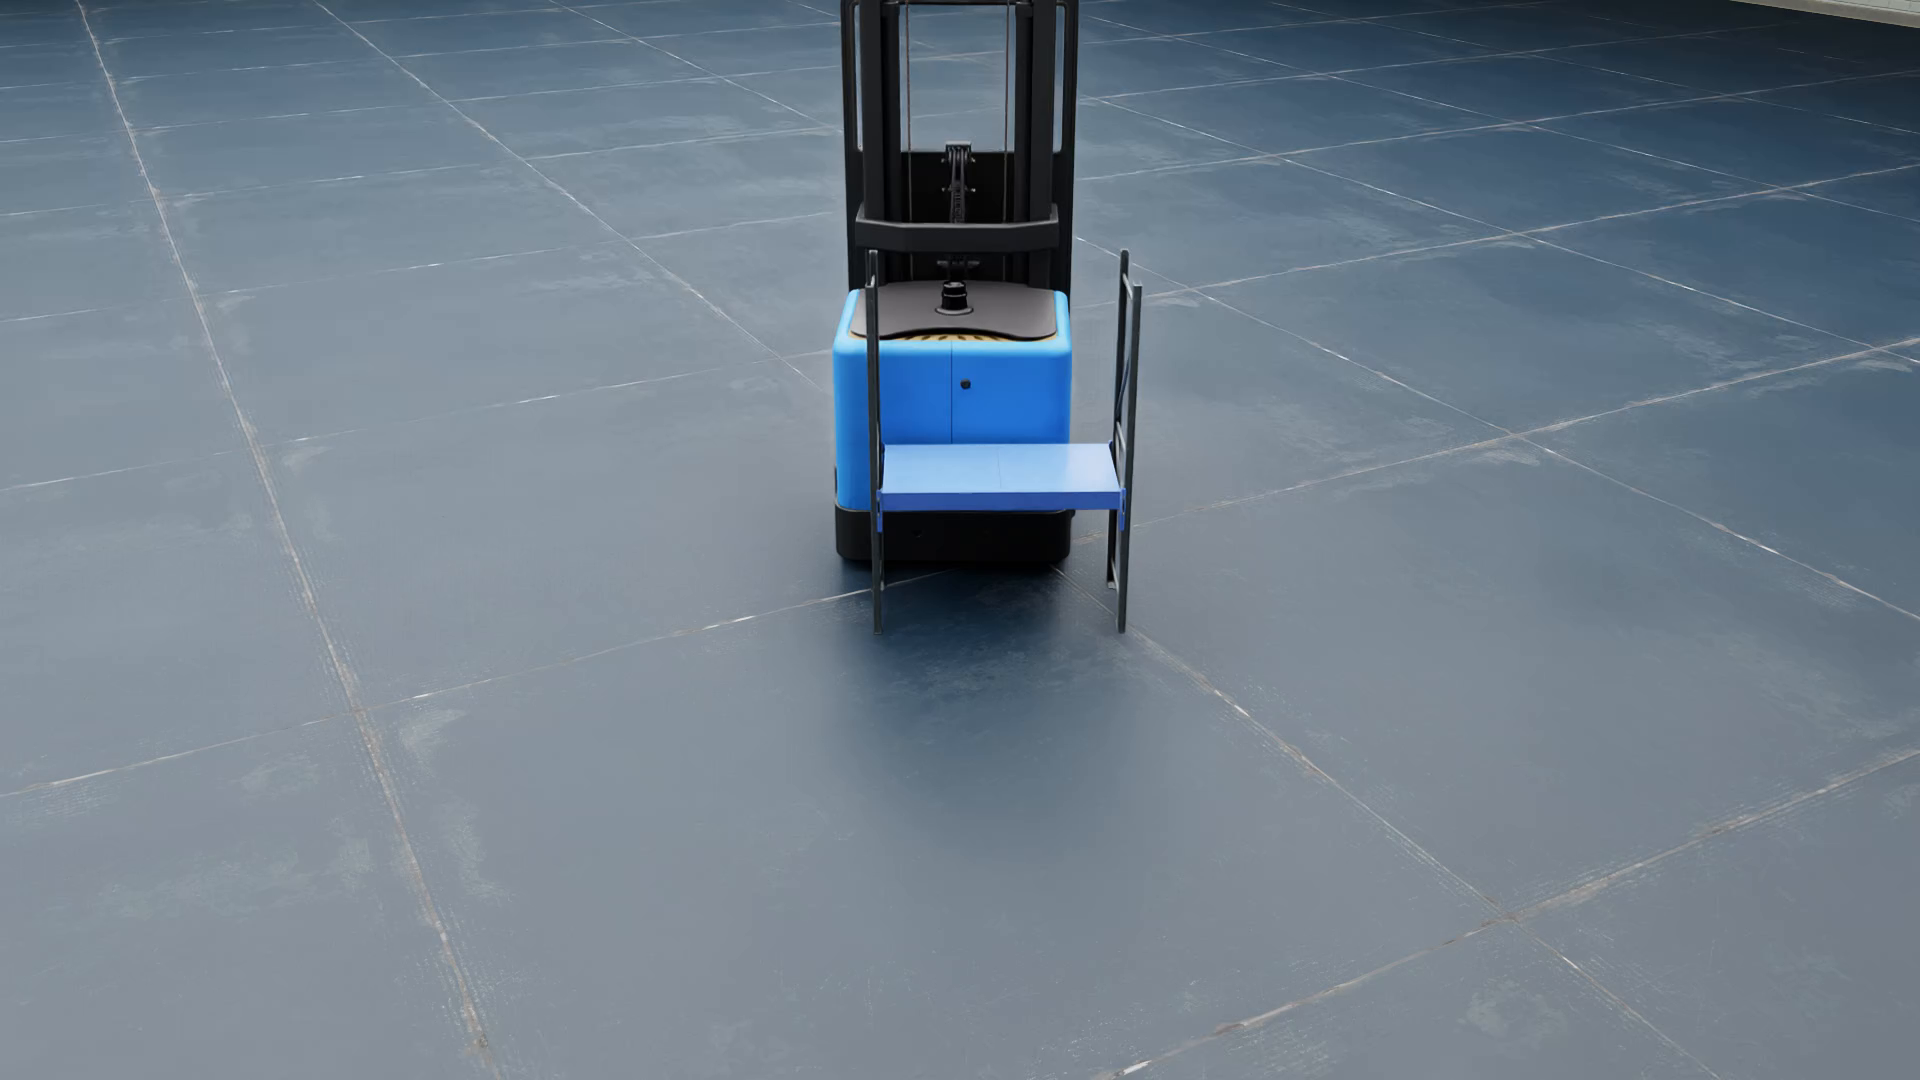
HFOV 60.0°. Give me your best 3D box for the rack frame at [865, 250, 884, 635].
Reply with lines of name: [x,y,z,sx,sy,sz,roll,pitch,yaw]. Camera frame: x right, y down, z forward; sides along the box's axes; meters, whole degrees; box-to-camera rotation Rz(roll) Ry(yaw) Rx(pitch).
rack frame: [-0.347,-0.387,6.823,0.032,1.500,0.500,0,26,-1]

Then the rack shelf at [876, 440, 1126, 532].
rack shelf: [0.162,-0.229,6.909,1.000,0.185,0.538,0,26,-1]

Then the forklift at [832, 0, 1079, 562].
forklift: [0.005,-1.818,8.150,1.130,2.935,3.031,1,26,1]

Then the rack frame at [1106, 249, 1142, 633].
rack frame: [0.670,-0.394,6.838,0.032,1.500,0.500,0,26,-1]

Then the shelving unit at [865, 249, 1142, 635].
shelving unit: [0.162,-0.391,6.831,1.048,1.500,0.538,0,26,-1]
